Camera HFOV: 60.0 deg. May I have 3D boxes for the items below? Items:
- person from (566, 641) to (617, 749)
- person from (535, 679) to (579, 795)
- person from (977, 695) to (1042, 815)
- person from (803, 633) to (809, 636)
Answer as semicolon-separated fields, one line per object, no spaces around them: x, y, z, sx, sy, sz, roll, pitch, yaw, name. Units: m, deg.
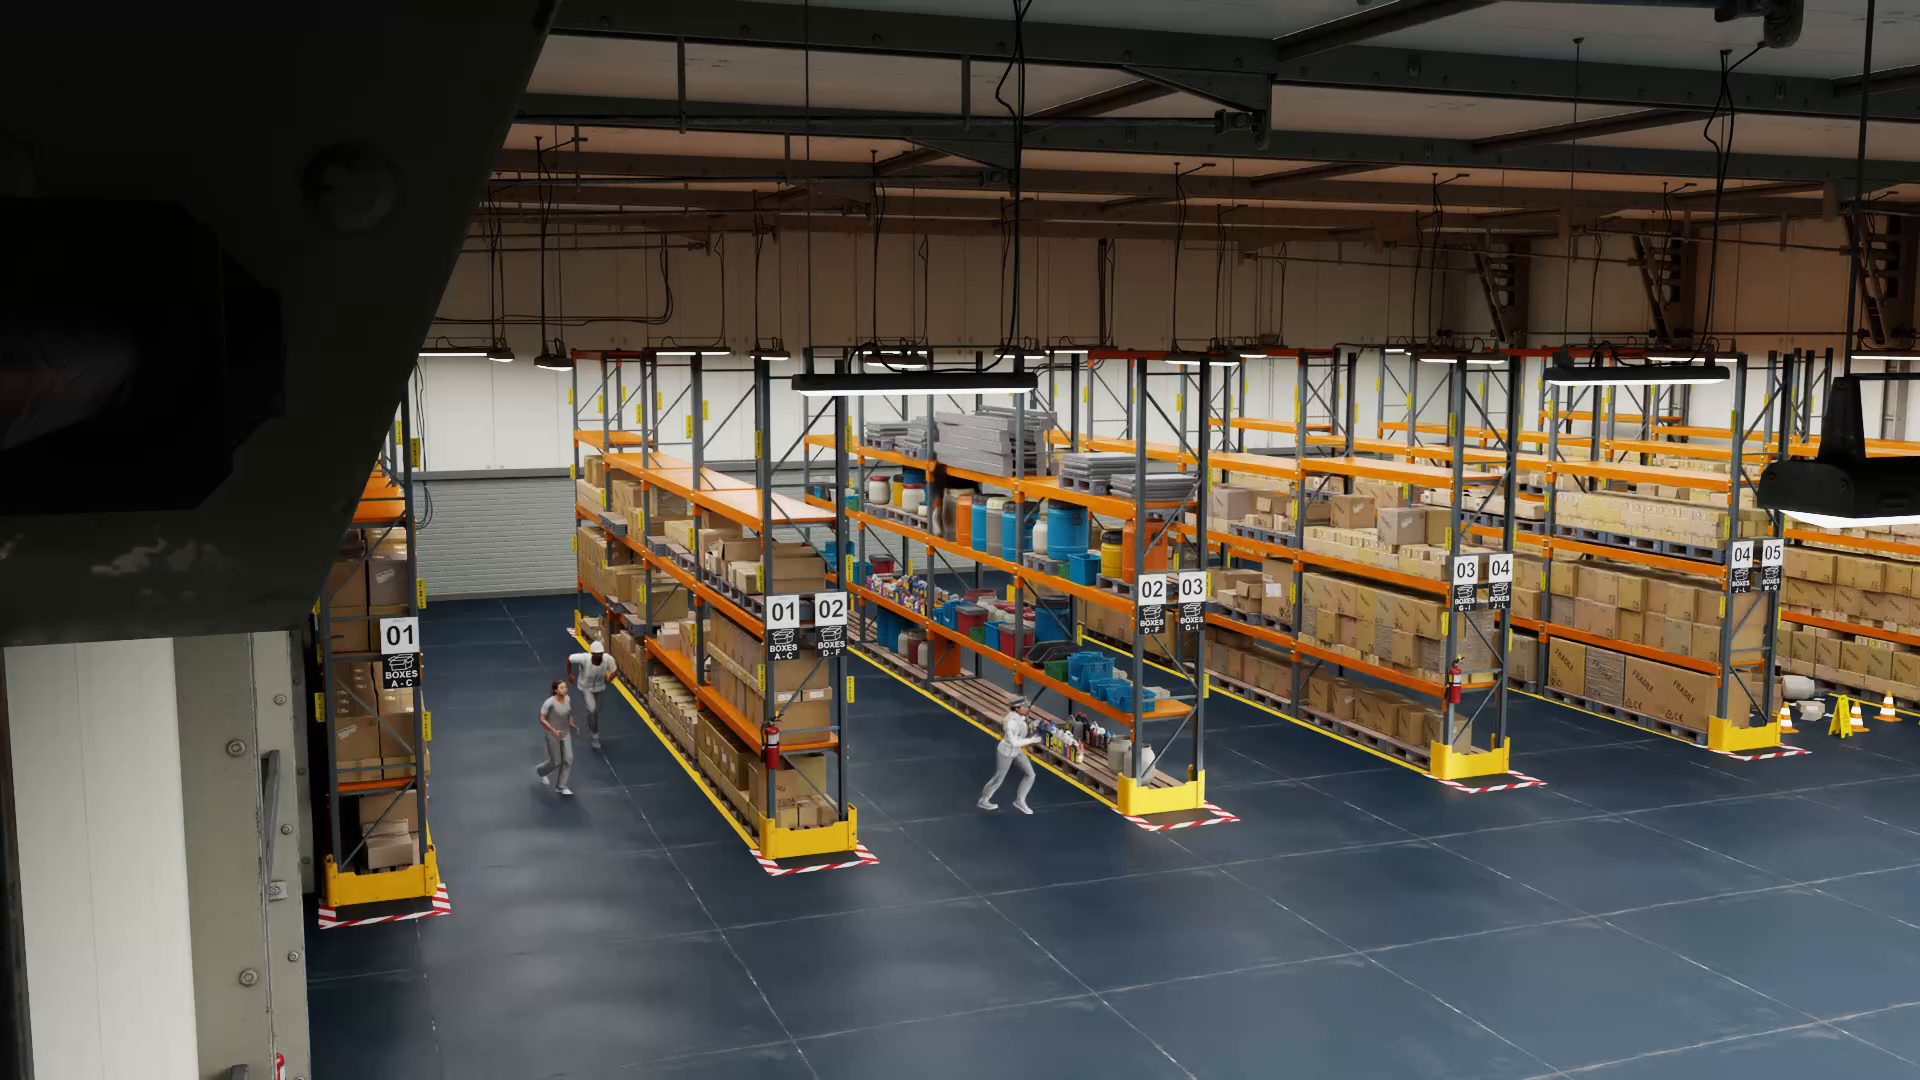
-5.685;2.355;25.649;0.756;1.716;1.019;-3;8;-24;person
-5.613;2.697;22.975;0.725;1.602;0.566;6;10;42;person
0.652;2.813;21.791;0.920;1.636;0.531;4;8;28;person
-3.002;1.684;31.772;0.608;1.443;1.055;-1;7;-5;person
